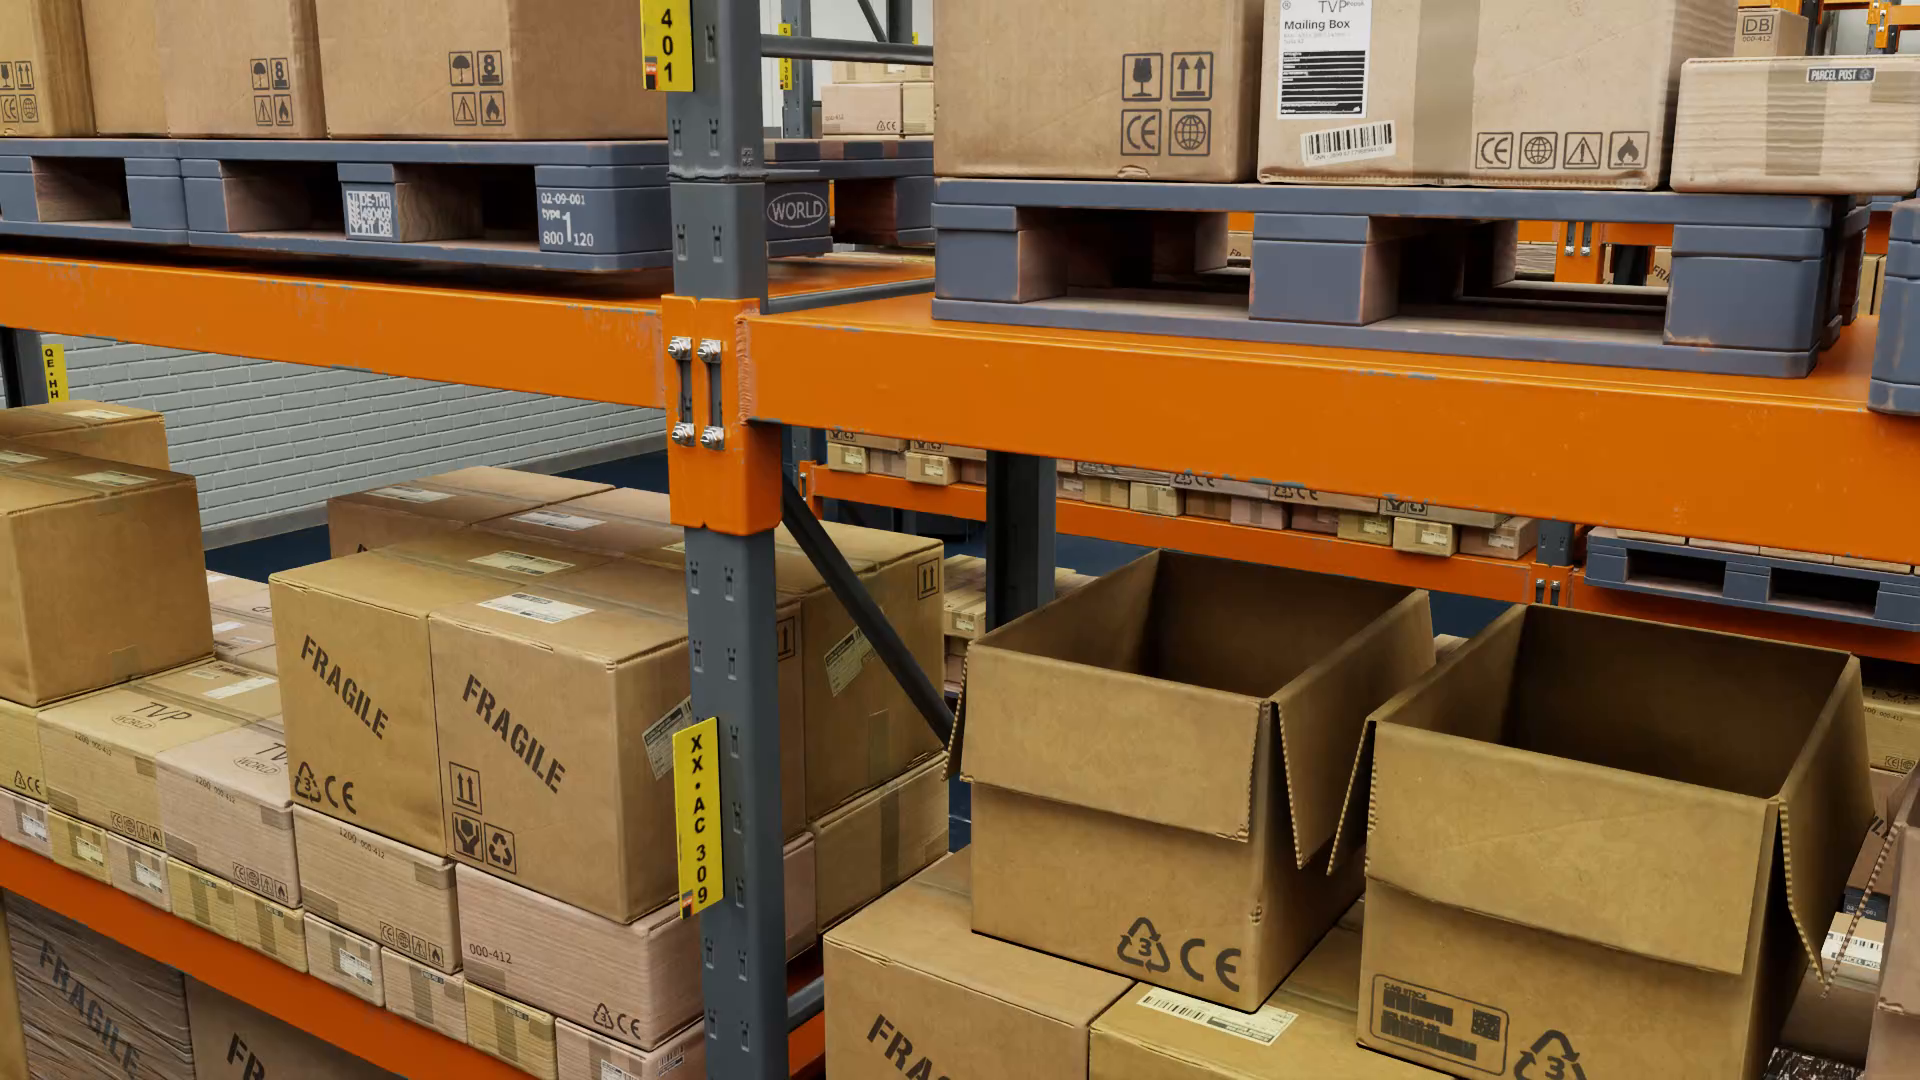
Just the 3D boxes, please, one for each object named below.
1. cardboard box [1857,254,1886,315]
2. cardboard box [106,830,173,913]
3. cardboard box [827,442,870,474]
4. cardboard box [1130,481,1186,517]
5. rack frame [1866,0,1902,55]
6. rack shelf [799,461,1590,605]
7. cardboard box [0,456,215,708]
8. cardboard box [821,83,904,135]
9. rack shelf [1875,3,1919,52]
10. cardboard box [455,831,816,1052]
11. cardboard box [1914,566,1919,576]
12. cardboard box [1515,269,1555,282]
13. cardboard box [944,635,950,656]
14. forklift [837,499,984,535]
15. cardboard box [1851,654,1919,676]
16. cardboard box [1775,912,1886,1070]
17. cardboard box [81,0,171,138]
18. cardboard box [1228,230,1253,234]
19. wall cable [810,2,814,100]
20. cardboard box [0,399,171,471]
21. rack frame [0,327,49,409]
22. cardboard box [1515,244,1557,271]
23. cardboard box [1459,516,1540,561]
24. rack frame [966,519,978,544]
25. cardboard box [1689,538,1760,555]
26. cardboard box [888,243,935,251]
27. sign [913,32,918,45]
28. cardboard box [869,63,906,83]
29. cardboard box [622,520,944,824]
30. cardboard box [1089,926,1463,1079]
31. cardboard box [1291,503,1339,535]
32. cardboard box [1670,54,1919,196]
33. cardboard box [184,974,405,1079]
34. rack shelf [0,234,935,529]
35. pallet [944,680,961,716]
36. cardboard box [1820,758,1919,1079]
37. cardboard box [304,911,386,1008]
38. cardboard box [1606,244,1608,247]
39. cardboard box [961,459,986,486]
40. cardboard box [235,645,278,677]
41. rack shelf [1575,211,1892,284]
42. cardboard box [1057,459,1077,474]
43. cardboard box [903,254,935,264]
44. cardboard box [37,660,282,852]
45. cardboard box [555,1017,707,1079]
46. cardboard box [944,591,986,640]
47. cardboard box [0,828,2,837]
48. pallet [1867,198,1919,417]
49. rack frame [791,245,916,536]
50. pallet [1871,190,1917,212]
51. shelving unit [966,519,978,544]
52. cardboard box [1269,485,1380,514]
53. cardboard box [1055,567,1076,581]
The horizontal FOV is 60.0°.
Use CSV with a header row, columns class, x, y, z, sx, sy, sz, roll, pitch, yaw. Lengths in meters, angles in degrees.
class,x,y,z,sx,sy,sz,roll,pitch,yaw
cardboard box,5.611,-1.585,10.694,0.500,0.500,0.500,9,17,33
cardboard box,-1.837,0.749,4.080,0.250,0.149,0.380,10,17,34
cardboard box,-0.505,-0.472,9.012,0.250,0.149,0.380,9,17,32
cardboard box,1.023,-0.232,8.039,0.250,0.149,0.380,10,17,34
rack frame,8.174,-5.069,14.575,0.127,3.000,1.000,9,17,33
rack shelf,1.068,-0.086,8.424,4.000,0.370,1.077,9,17,33
cardboard box,-2.348,0.090,4.349,0.500,0.500,0.500,9,16,31
cardboard box,-0.364,-2.217,8.566,0.500,0.250,0.500,9,17,34
rack shelf,9.833,-4.258,13.626,4.000,0.370,1.077,9,17,33
cardboard box,-0.637,0.730,3.324,0.500,0.250,0.500,9,16,32
cardboard box,3.656,0.034,6.091,0.250,0.149,0.380,8,16,30
cardboard box,2.489,-0.954,7.527,0.500,0.500,0.500,10,17,34
cardboard box,-0.104,0.502,8.993,0.250,0.149,0.380,9,17,33
forklift,-0.082,-1.768,13.865,1.130,2.935,3.031,4,14,14
cardboard box,3.906,0.600,6.925,0.500,0.250,0.500,10,17,35
cardboard box,1.260,0.905,2.717,0.500,0.500,0.500,9,16,32
cardboard box,-1.605,-1.213,3.947,0.500,0.500,0.700,10,17,35
cardboard box,2.227,-2.450,12.837,0.250,0.149,0.380,10,17,34
wall cable,-0.782,-6.041,18.420,0.133,3.039,2.988,9,17,33
cardboard box,-2.892,-0.150,5.321,0.500,0.500,0.500,9,17,33
rack frame,-3.443,0.272,5.481,0.127,3.000,1.000,9,17,33
cardboard box,4.017,-1.845,11.746,0.500,0.500,0.500,9,17,34
cardboard box,2.360,-0.036,7.250,0.250,0.149,0.380,9,16,32
rack frame,0.094,-0.582,12.676,0.006,1.200,0.240,5,15,20
cardboard box,3.031,-0.068,6.504,0.250,0.149,0.380,9,17,34
cardboard box,-0.073,-1.370,9.205,0.500,0.500,0.500,9,16,32
sign,-0.265,-2.697,9.390,0.005,0.325,0.100,9,17,33
cardboard box,-0.248,-2.396,8.459,0.250,0.149,0.380,10,17,35
cardboard box,-0.379,0.258,3.671,0.500,0.500,0.500,9,17,33
cardboard box,0.536,0.939,2.579,0.500,0.500,0.500,9,17,33
cardboard box,1.722,-0.145,7.690,0.250,0.149,0.380,9,16,31
cardboard box,1.028,-0.500,2.005,0.250,0.149,0.380,8,16,31
cardboard box,-1.374,1.411,4.428,0.875,0.875,0.875,9,17,33
rack shelf,-1.784,-0.566,4.123,4.000,0.370,1.077,9,17,33
pallet,0.126,0.777,9.246,1.213,0.211,1.003,9,17,33
cardboard box,1.498,0.532,2.136,0.637,0.503,0.797,10,17,35
cardboard box,-1.200,0.852,3.663,0.250,0.149,0.380,10,17,34
cardboard box,4.394,-2.117,11.492,0.250,0.149,0.380,9,17,32
cardboard box,0.214,-0.392,8.688,0.250,0.149,0.380,10,17,35
cardboard box,-1.616,0.418,4.584,0.500,0.250,0.500,9,17,33
rack shelf,4.387,-1.005,5.896,4.000,0.370,1.077,9,17,33
cardboard box,0.485,-0.646,8.362,0.500,0.500,0.500,9,17,34
cardboard box,0.055,-1.202,8.528,0.500,0.500,0.500,10,17,34
cardboard box,-1.910,0.524,4.156,0.500,0.250,0.500,9,16,32
cardboard box,-0.560,0.955,3.245,0.250,0.149,0.380,9,17,33
cardboard box,0.087,0.398,8.792,0.250,0.149,0.380,9,17,33
cardboard box,-2.479,0.645,4.498,0.250,0.149,0.380,9,16,32
pallet,1.701,-0.244,1.718,1.213,0.211,1.003,10,17,35
rack frame,-0.591,-0.703,9.421,0.127,3.000,1.000,9,17,33
pallet,3.181,-1.427,6.496,1.003,0.211,1.213,9,17,33
shelving unit,0.179,-0.574,12.644,0.189,1.200,0.258,5,15,20
cardboard box,1.738,-0.438,7.523,0.500,0.500,0.500,9,16,31
cardboard box,0.452,0.263,9.339,0.250,0.149,0.380,9,16,32
